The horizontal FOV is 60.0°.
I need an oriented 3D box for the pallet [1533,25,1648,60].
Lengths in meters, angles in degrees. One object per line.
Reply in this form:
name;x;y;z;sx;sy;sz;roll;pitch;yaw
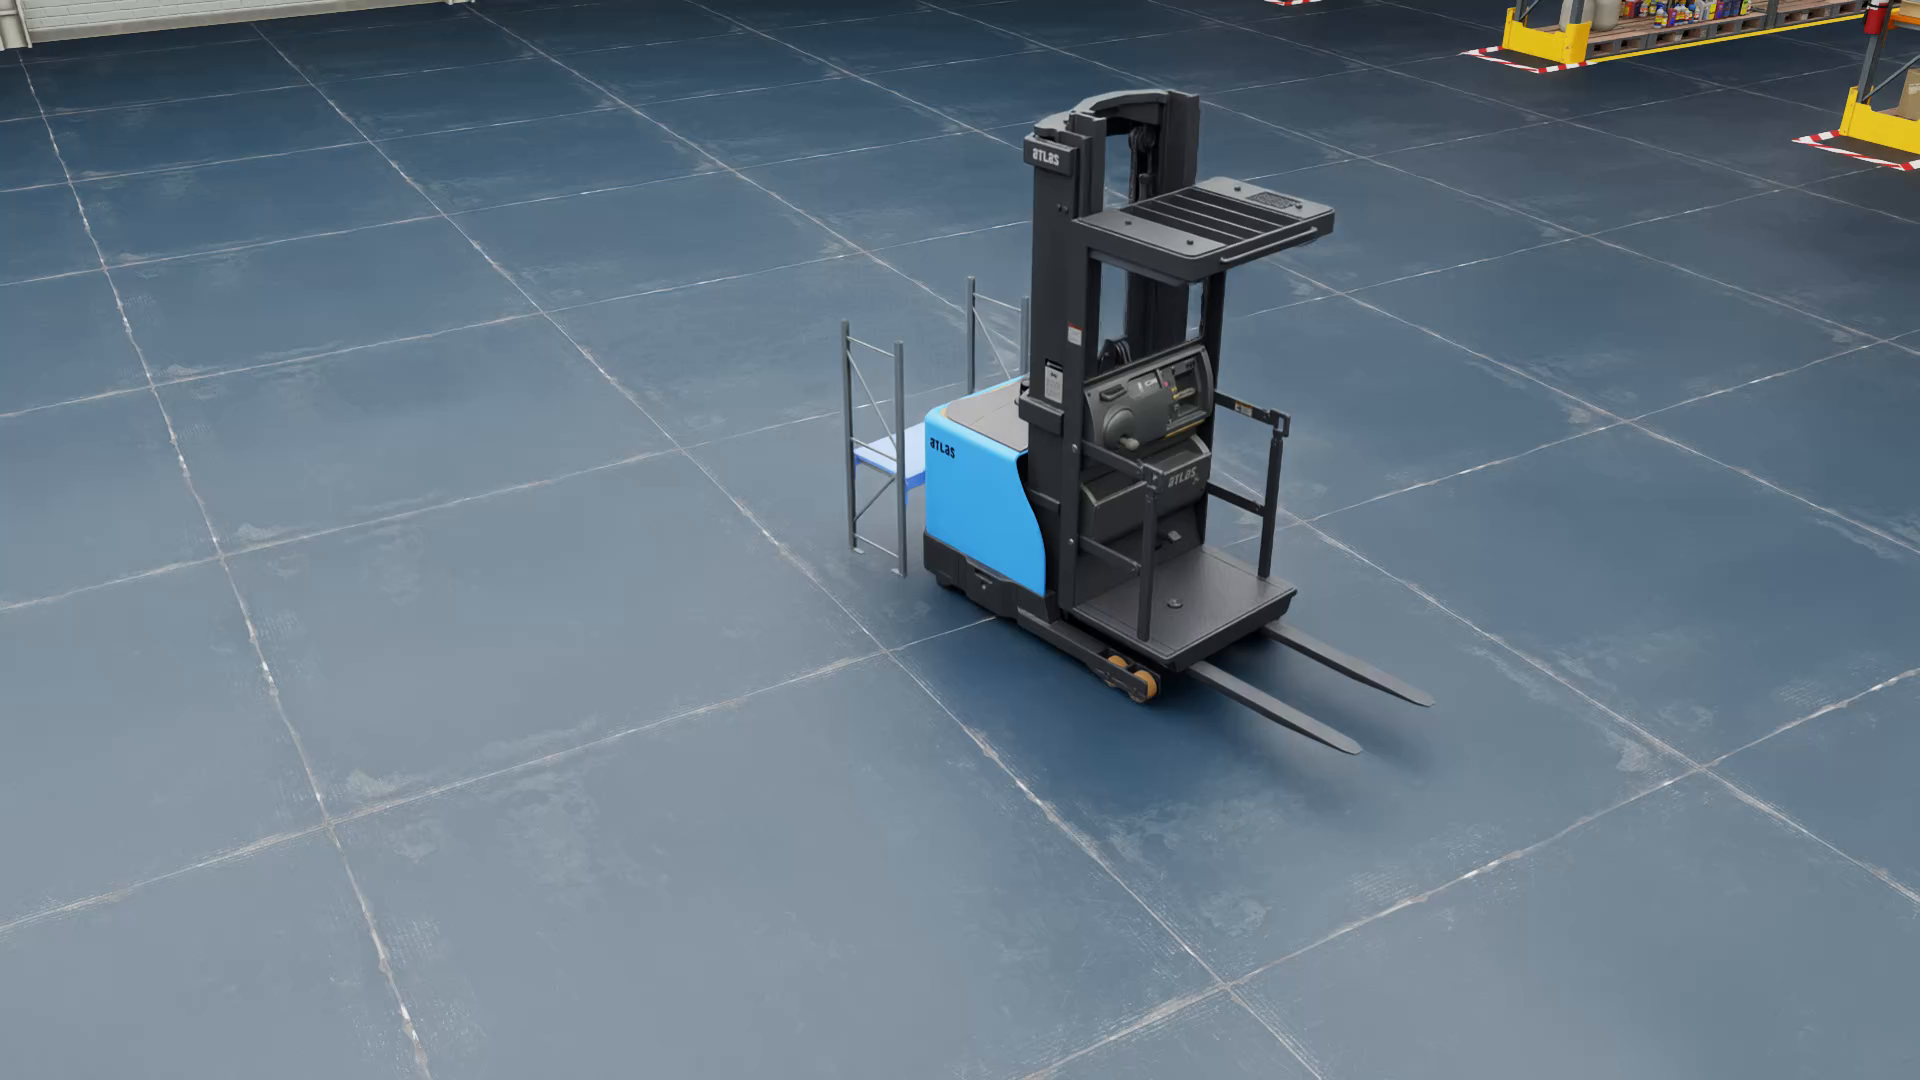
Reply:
pallet;8.405;-6.713;22.295;1.213;0.211;1.003;-16;33;-26

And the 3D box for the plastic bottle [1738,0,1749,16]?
plastic bottle;10.861;-7.427;23.057;0.133;0.283;0.061;-14;32;-24

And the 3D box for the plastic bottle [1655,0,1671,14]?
plastic bottle;9.770;-7.448;23.104;0.135;0.276;0.152;-16;33;-26

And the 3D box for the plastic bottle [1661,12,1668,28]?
plastic bottle;9.471;-7.006;22.380;0.097;0.201;0.097;0;29;0

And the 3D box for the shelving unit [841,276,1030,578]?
shelving unit;-0.136;-0.695;10.055;1.048;1.500;0.538;-25;38;-38

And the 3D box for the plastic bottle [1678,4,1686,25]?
plastic bottle;9.763;-7.120;22.514;0.097;0.271;0.097;0;29;0

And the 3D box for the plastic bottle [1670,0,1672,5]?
plastic bottle;9.932;-7.554;23.301;0.097;0.271;0.097;0;29;0

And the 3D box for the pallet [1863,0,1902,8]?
pallet;13.870;-8.263;25.103;1.213;0.211;1.003;-16;33;-26

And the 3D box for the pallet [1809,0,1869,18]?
pallet;12.819;-7.967;24.566;1.213;0.211;1.003;-16;33;-26

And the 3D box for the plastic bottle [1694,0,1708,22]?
plastic bottle;10.114;-7.237;22.721;0.135;0.276;0.152;-15;32;-25

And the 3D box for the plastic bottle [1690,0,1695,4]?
plastic bottle;10.059;-7.284;22.799;0.133;0.283;0.061;-16;33;-26

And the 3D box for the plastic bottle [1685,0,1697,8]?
plastic bottle;10.276;-7.627;23.350;0.185;0.351;0.144;-16;33;-26

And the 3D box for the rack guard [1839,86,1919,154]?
rack guard;10.235;-4.560;18.094;0.348;0.500;1.175;-16;33;-26

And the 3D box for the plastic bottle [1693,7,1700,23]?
plastic bottle;10.026;-7.164;22.666;0.097;0.201;0.097;0;29;0

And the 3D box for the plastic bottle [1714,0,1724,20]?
plastic bottle;10.415;-7.300;22.828;0.133;0.283;0.061;-14;32;-23

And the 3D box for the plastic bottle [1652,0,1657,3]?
plastic bottle;9.674;-7.537;23.186;0.185;0.351;0.144;-16;33;-27

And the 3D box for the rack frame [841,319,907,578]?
rack frame;-0.501;-0.524;9.745;0.032;1.500;0.500;-25;38;-38

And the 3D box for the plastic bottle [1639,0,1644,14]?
plastic bottle;9.372;-7.416;23.045;0.135;0.276;0.152;-17;33;-28

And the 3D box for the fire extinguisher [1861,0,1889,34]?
fire extinguisher;9.837;-5.766;17.772;0.183;0.674;0.296;-16;33;-26

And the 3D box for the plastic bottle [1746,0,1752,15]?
plastic bottle;10.954;-7.427;23.143;0.097;0.201;0.097;0;29;0

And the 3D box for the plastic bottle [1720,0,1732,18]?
plastic bottle;10.534;-7.387;22.915;0.185;0.351;0.144;-18;33;-29

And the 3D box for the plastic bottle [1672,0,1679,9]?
plastic bottle;10.040;-7.641;23.375;0.185;0.351;0.144;-17;33;-28

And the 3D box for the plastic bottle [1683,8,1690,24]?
plastic bottle;9.849;-7.114;22.575;0.097;0.201;0.097;0;29;0

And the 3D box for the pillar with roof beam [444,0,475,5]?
pillar with roof beam;-5.359;-10.254;19.615;0.400;9.000;9.100;-16;33;-26

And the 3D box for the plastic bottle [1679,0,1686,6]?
plastic bottle;10.139;-7.566;23.322;0.097;0.271;0.097;0;29;0

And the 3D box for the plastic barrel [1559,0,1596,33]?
plastic barrel;8.189;-6.987;22.045;0.421;0.512;0.421;0;29;0

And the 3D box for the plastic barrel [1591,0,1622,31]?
plastic barrel;8.621;-7.110;22.267;0.421;0.512;0.421;0;29;0

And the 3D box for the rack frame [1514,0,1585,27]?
rack frame;7.660;-7.700;21.195;0.127;3.000;1.000;-16;33;-26

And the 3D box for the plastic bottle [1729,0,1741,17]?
plastic bottle;10.700;-7.434;23.000;0.185;0.351;0.144;-17;33;-28

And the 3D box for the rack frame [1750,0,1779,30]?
rack frame;11.109;-8.679;22.970;0.127;3.000;1.000;-16;33;-26

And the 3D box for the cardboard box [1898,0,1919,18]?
cardboard box;10.311;-5.682;17.800;0.250;0.149;0.380;-16;33;-26

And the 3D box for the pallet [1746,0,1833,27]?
pallet;11.766;-7.666;24.021;1.213;0.211;1.003;-16;33;-26

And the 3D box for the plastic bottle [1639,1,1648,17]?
plastic bottle;9.452;-7.336;22.978;0.097;0.201;0.097;0;29;0

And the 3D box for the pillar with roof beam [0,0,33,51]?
pillar with roof beam;-10.532;-8.785;16.954;0.400;9.000;9.100;-16;33;-26

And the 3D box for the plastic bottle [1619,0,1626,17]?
plastic bottle;9.113;-7.371;22.957;0.133;0.283;0.061;-15;32;-25

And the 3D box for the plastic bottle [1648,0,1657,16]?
plastic bottle;9.612;-7.386;23.068;0.097;0.201;0.097;0;29;0

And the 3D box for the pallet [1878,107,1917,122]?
pallet;10.953;-4.618;18.498;1.213;0.211;1.003;-16;33;-26

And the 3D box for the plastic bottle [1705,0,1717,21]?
plastic bottle;10.256;-7.308;22.772;0.185;0.351;0.144;-16;33;-27

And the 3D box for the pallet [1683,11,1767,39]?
pallet;10.509;-7.311;23.377;1.213;0.211;1.003;-16;33;-26

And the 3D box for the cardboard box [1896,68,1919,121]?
cardboard box;10.716;-4.872;18.224;0.500;0.500;0.500;-10;30;-17

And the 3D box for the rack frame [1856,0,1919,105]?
rack frame;10.170;-5.636;17.457;0.127;3.000;1.000;-16;33;-26

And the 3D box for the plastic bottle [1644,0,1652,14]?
plastic bottle;9.513;-7.491;23.104;0.185;0.351;0.144;-14;32;-24

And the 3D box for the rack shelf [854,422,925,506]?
rack shelf;-0.136;-0.537;10.142;1.000;0.185;0.538;-25;38;-38

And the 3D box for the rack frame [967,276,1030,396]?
rack frame;0.229;-0.866;10.365;0.032;1.500;0.500;-25;38;-38

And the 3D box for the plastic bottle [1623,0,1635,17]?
plastic bottle;9.253;-7.382;22.984;0.135;0.276;0.152;-16;33;-26

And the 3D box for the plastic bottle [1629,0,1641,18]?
plastic bottle;9.307;-7.341;22.902;0.133;0.283;0.061;-16;33;-26

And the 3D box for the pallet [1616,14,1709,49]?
pallet;9.456;-7.010;22.832;1.213;0.211;1.003;-16;33;-26

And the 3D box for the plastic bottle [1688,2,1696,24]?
plastic bottle;9.938;-7.170;22.604;0.097;0.271;0.097;0;29;0

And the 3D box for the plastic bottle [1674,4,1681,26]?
plastic bottle;9.677;-7.096;22.469;0.097;0.271;0.097;0;29;0

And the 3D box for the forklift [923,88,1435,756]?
forklift;1.141;-0.704;8.590;1.130;2.935;3.031;-24;37;-36

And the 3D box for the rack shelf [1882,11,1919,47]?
rack shelf;11.894;-5.811;18.518;4.000;0.370;1.077;-16;33;-26

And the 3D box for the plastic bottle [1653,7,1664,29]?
plastic bottle;9.381;-7.012;22.317;0.097;0.271;0.097;0;29;0

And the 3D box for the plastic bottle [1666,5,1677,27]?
plastic bottle;9.586;-7.065;22.401;0.133;0.283;0.061;-15;32;-26

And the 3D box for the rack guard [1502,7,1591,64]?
rack guard;7.702;-6.643;21.869;0.348;0.500;1.175;-16;33;-26
